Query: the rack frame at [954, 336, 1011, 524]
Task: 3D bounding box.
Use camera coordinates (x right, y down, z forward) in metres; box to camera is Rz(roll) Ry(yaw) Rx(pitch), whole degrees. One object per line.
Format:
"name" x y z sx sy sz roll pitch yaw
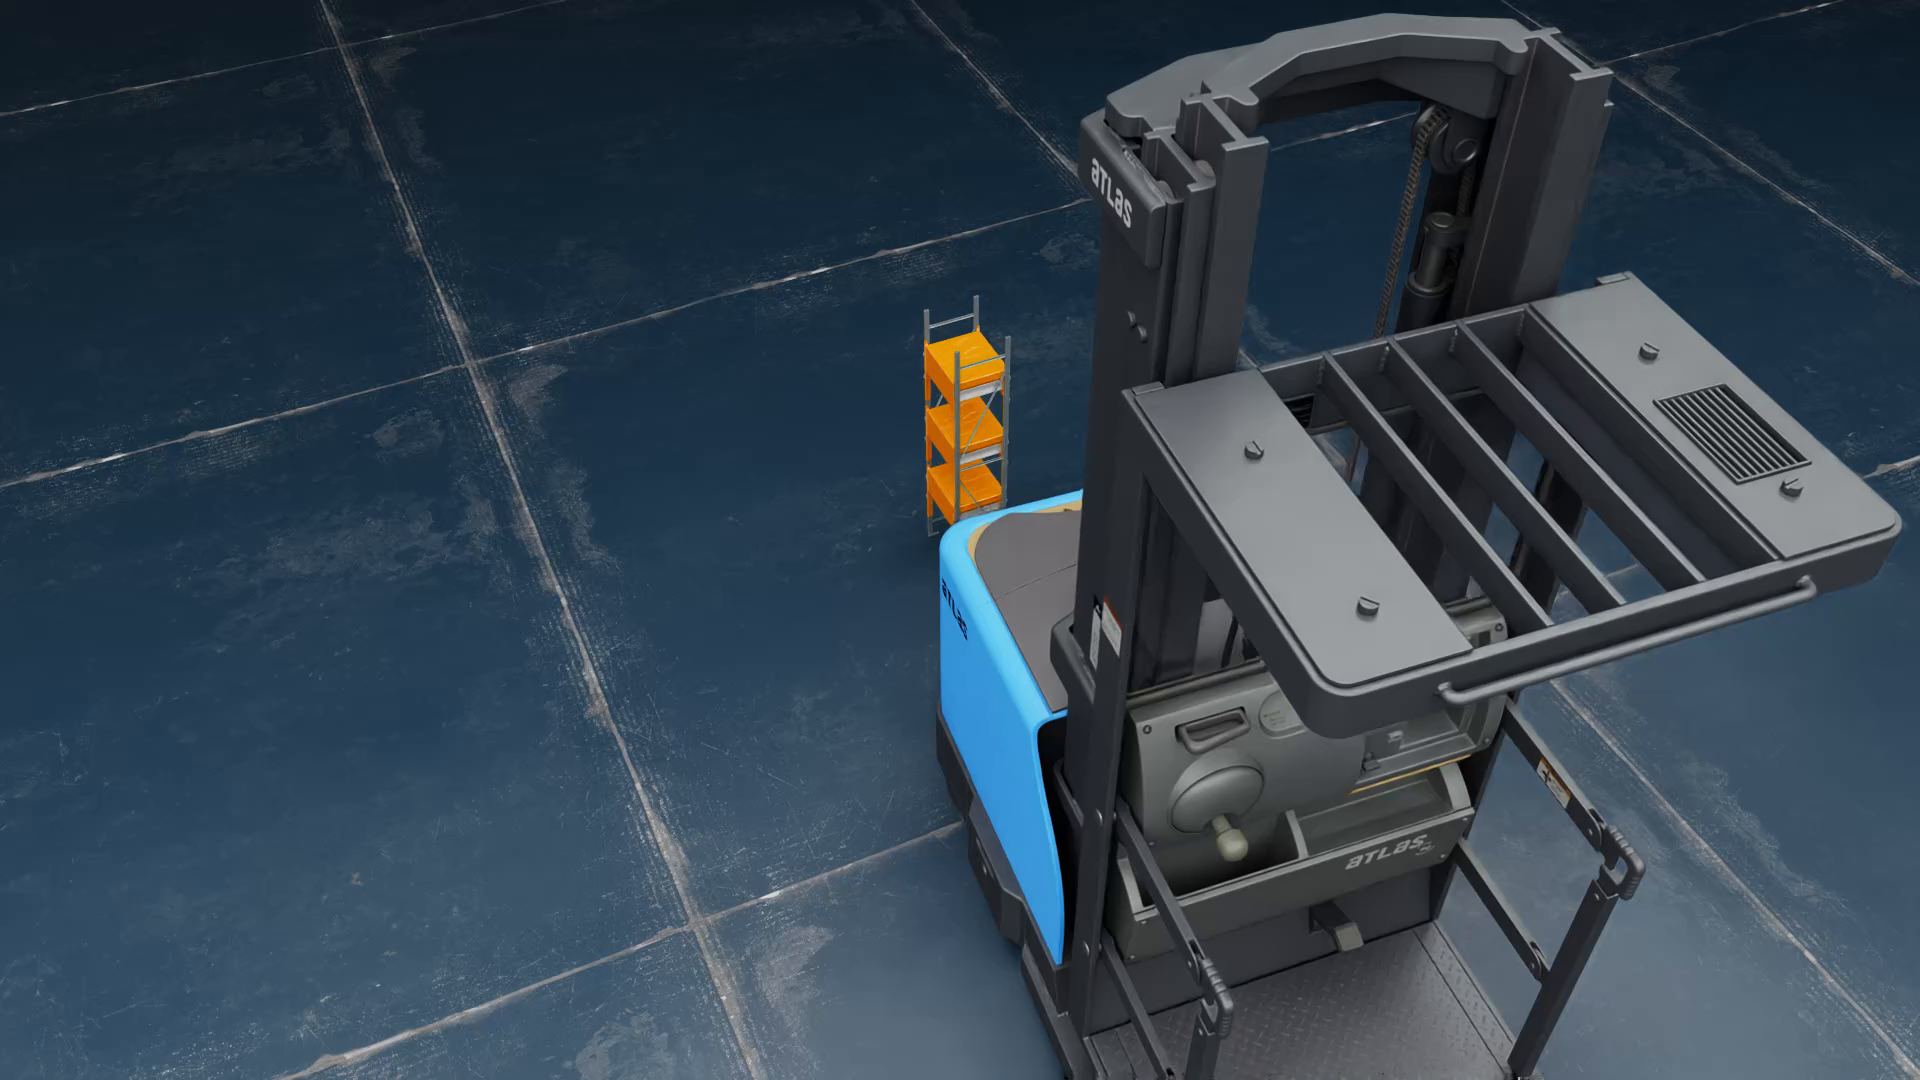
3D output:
"rack frame" 0.074 -0.262 5.768 0.200 1.050 0.008 -18 47 -17

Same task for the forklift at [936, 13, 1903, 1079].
"forklift" 0.902 0.536 3.620 1.130 2.935 3.031 -14 46 -14

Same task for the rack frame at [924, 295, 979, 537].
"rack frame" -0.029 -0.417 5.925 0.200 1.050 0.008 -18 47 -17

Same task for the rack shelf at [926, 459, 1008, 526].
"rack shelf" 0.022 -0.134 6.049 0.215 0.259 0.240 -18 47 -17

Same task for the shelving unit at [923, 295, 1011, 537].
"shelving unit" 0.022 -0.340 5.847 0.215 1.050 0.252 -18 47 -17

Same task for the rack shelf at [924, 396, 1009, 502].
"rack shelf" 0.022 -0.332 5.854 0.215 0.259 0.240 -18 47 -17

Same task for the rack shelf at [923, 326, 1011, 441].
"rack shelf" 0.022 -0.534 5.655 0.215 0.259 0.240 -18 47 -17
